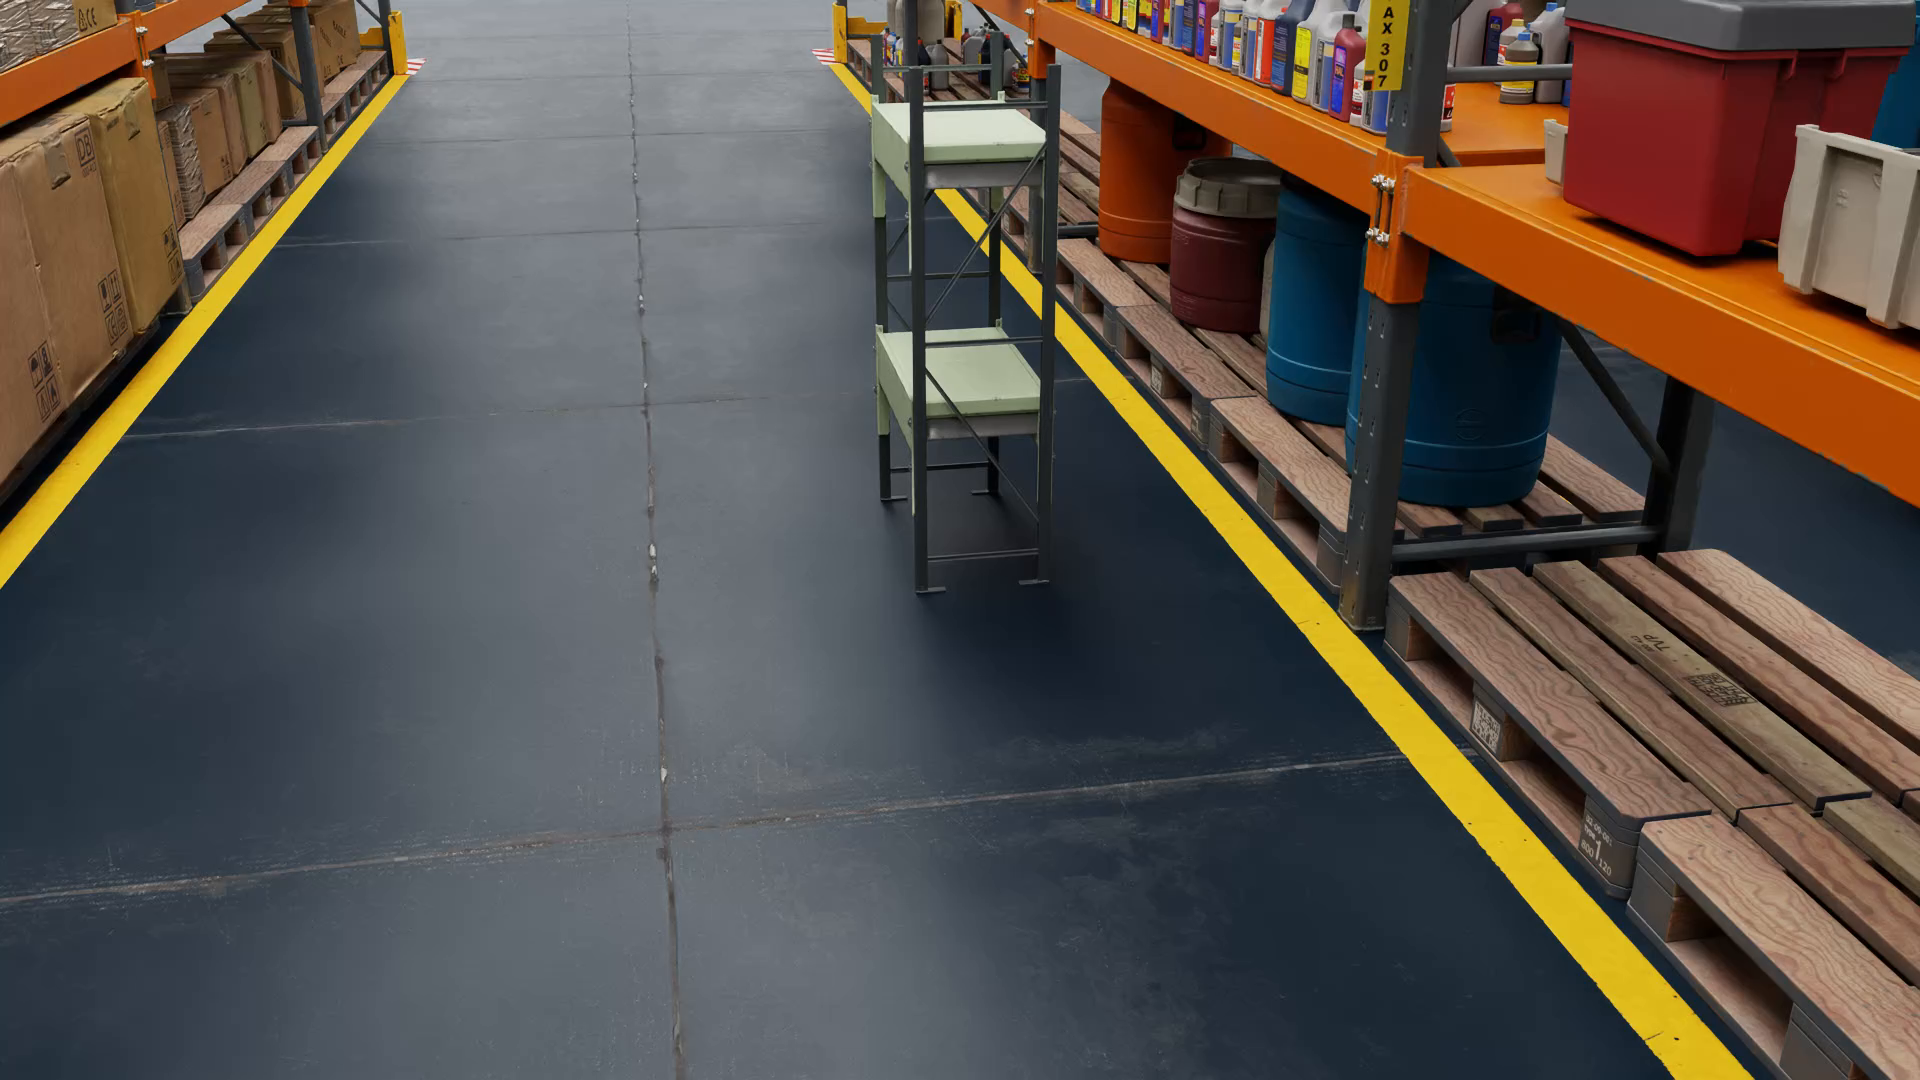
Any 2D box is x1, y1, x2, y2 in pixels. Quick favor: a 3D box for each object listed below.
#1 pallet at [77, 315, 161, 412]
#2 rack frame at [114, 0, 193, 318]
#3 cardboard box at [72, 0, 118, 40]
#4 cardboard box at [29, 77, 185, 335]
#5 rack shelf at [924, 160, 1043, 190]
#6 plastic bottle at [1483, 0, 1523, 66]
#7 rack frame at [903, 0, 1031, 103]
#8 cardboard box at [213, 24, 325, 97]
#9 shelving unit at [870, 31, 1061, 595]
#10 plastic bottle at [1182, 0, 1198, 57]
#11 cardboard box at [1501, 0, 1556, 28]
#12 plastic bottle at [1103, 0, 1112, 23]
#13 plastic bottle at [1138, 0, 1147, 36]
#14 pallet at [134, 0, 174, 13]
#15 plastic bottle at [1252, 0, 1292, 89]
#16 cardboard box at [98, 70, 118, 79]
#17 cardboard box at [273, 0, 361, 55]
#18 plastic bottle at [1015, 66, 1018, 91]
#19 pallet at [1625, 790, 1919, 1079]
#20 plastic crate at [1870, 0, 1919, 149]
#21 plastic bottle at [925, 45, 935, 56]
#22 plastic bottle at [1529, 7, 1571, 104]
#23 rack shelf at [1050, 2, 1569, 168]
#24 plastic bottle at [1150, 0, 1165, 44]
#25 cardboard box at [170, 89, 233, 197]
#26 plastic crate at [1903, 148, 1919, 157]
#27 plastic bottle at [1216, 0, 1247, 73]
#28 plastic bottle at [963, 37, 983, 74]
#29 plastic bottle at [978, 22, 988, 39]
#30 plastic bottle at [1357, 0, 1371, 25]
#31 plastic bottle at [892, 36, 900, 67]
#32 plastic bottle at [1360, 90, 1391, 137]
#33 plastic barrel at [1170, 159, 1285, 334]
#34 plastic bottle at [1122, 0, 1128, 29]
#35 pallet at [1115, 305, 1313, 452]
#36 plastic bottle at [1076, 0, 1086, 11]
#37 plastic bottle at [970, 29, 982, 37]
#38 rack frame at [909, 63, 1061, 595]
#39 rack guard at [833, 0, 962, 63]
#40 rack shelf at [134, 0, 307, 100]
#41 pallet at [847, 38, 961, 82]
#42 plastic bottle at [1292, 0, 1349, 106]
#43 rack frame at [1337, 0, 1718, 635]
[{"bbox_3d":[-3.955,-0.784,6.782,1.003,0.211,1.213,-4,24,-10],"label":"pallet"},{"bbox_3d":[-4.026,-2.378,6.947,1.000,3.000,0.127,-4,24,-10],"label":"rack frame"},{"bbox_3d":[-3.691,-2.248,6.525,0.500,0.500,0.500,-4,24,-8],"label":"cardboard box"},{"bbox_3d":[-3.919,-1.324,6.663,1.225,0.875,0.875,-5,24,-12],"label":"cardboard box"},{"bbox_3d":[-0.001,-1.113,4.771,0.332,0.071,0.664,-4,24,-10],"label":"rack shelf"},{"bbox_3d":[1.768,-1.643,5.410,0.061,0.283,0.133,-4,24,-10],"label":"plastic bottle"},{"bbox_3d":[0.102,-4.318,11.389,1.000,3.000,0.127,-4,24,-10],"label":"rack frame"},{"bbox_3d":[-4.914,-3.383,11.847,0.500,0.500,0.500,3,24,7],"label":"cardboard box"},{"bbox_3d":[-0.001,-0.690,4.956,0.431,1.500,0.755,-4,24,-10],"label":"shelving unit"},{"bbox_3d":[0.886,-1.919,5.958,0.144,0.351,0.185,-4,24,-10],"label":"plastic bottle"},{"bbox_3d":[4.589,-4.323,13.374,0.500,0.500,0.500,-4,24,-10],"label":"cardboard box"},{"bbox_3d":[0.689,-2.312,6.950,0.152,0.276,0.135,-4,24,-10],"label":"plastic bottle"},{"bbox_3d":[0.751,-2.119,6.514,0.097,0.271,0.097,0,24,0],"label":"plastic bottle"},{"bbox_3d":[-4.263,-2.563,7.609,1.213,0.211,1.003,-4,24,-10],"label":"pallet"},{"bbox_3d":[1.030,-1.588,5.292,0.152,0.276,0.135,-4,24,-10],"label":"plastic bottle"},{"bbox_3d":[-4.180,-2.039,7.808,0.500,0.250,0.500,-3,24,-8],"label":"cardboard box"},{"bbox_3d":[-5.407,-4.325,14.003,0.500,0.500,0.500,0,24,0],"label":"cardboard box"},{"bbox_3d":[0.455,-3.435,12.314,0.097,0.201,0.097,0,24,0],"label":"plastic bottle"},{"bbox_3d":[1.984,0.874,2.985,1.003,0.211,1.213,-4,24,-10],"label":"pallet"},{"bbox_3d":[2.002,-1.033,3.813,0.392,0.384,0.575,-4,24,-10],"label":"plastic crate"},{"bbox_3d":[-0.195,-3.600,12.598,0.152,0.276,0.135,-4,24,-10],"label":"plastic bottle"},{"bbox_3d":[1.802,-1.469,5.020,0.152,0.276,0.135,-4,24,-10],"label":"plastic bottle"},{"bbox_3d":[1.211,-1.718,6.090,0.919,0.124,3.809,-4,24,-10],"label":"rack shelf"},{"bbox_3d":[0.772,-2.039,6.317,0.061,0.283,0.133,-4,24,-10],"label":"plastic bottle"},{"bbox_3d":[-4.397,-2.136,8.966,0.700,0.500,0.500,-2,24,-5],"label":"cardboard box"},{"bbox_3d":[6.597,-1.958,5.624,10.364,0.629,4.185,-4,24,-10],"label":"plastic crate"},{"bbox_3d":[0.962,-1.732,5.622,0.152,0.276,0.135,-4,24,-10],"label":"plastic bottle"},{"bbox_3d":[0.106,-3.840,13.148,0.152,0.276,0.135,-4,24,-10],"label":"plastic bottle"},{"bbox_3d":[0.212,-3.968,13.349,0.144,0.351,0.185,-3,24,-8],"label":"plastic bottle"},{"bbox_3d":[1.231,-1.497,4.991,0.144,0.351,0.185,-4,24,-10],"label":"plastic bottle"},{"bbox_3d":[-0.490,-3.853,13.182,0.097,0.271,0.097,0,24,0],"label":"plastic bottle"},{"bbox_3d":[1.190,-1.246,4.509,0.152,0.276,0.135,-4,24,-10],"label":"plastic bottle"},{"bbox_3d":[1.157,-1.197,6.730,0.600,0.588,0.708,-4,24,-10],"label":"plastic barrel"},{"bbox_3d":[0.708,-2.177,6.736,0.097,0.201,0.097,0,24,0],"label":"plastic bottle"},{"bbox_3d":[1.250,-0.681,6.545,1.003,0.211,1.213,-4,24,-10],"label":"pallet"},{"bbox_3d":[0.604,-2.494,7.367,0.152,0.276,0.135,-4,24,-10],"label":"plastic bottle"},{"bbox_3d":[0.152,-4.054,13.637,0.152,0.276,0.135,-4,24,-9],"label":"plastic bottle"},{"bbox_3d":[0.066,-0.546,4.626,0.400,1.500,0.023,-4,24,-10],"label":"rack frame"},{"bbox_3d":[-0.578,-4.719,15.431,1.175,0.500,0.348,-4,24,-10],"label":"rack guard"},{"bbox_3d":[-4.396,-2.835,8.892,1.077,0.370,4.000,-4,24,-10],"label":"rack shelf"},{"bbox_3d":[-0.433,-4.267,14.756,1.003,0.211,1.213,-4,24,-10],"label":"pallet"},{"bbox_3d":[1.089,-1.486,4.966,0.144,0.351,0.185,-4,24,-10],"label":"plastic bottle"},{"bbox_3d":[1.581,-1.171,4.184,1.000,3.000,0.127,-4,24,-10],"label":"rack frame"}]
